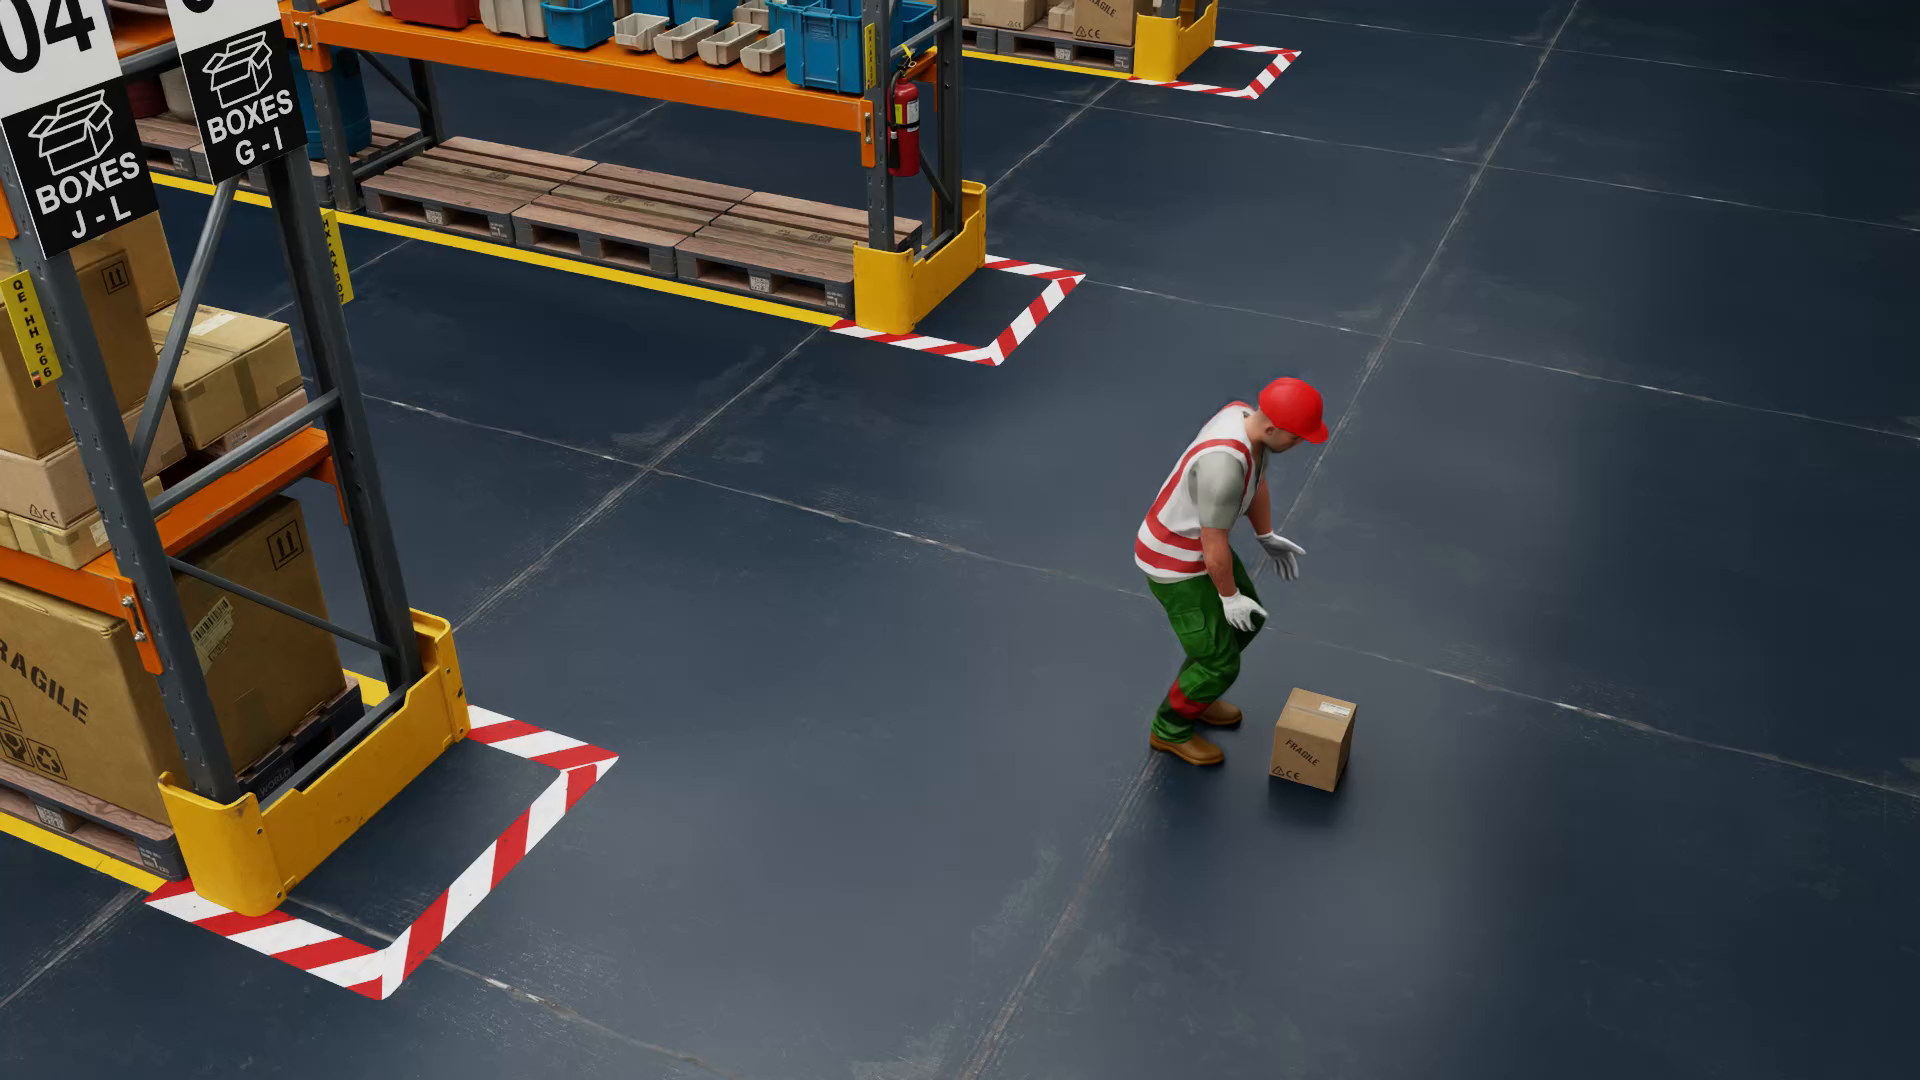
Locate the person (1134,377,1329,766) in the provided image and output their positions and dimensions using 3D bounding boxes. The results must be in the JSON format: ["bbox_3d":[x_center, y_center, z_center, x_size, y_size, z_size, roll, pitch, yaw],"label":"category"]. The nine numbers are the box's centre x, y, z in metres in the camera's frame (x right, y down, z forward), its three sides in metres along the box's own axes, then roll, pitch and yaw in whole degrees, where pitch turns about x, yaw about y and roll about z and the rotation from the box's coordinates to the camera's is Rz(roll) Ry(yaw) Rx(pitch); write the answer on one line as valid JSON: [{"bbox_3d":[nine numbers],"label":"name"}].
[{"bbox_3d":[0.979,0.083,6.163,0.625,1.604,0.572,15,36,21],"label":"person"}]
